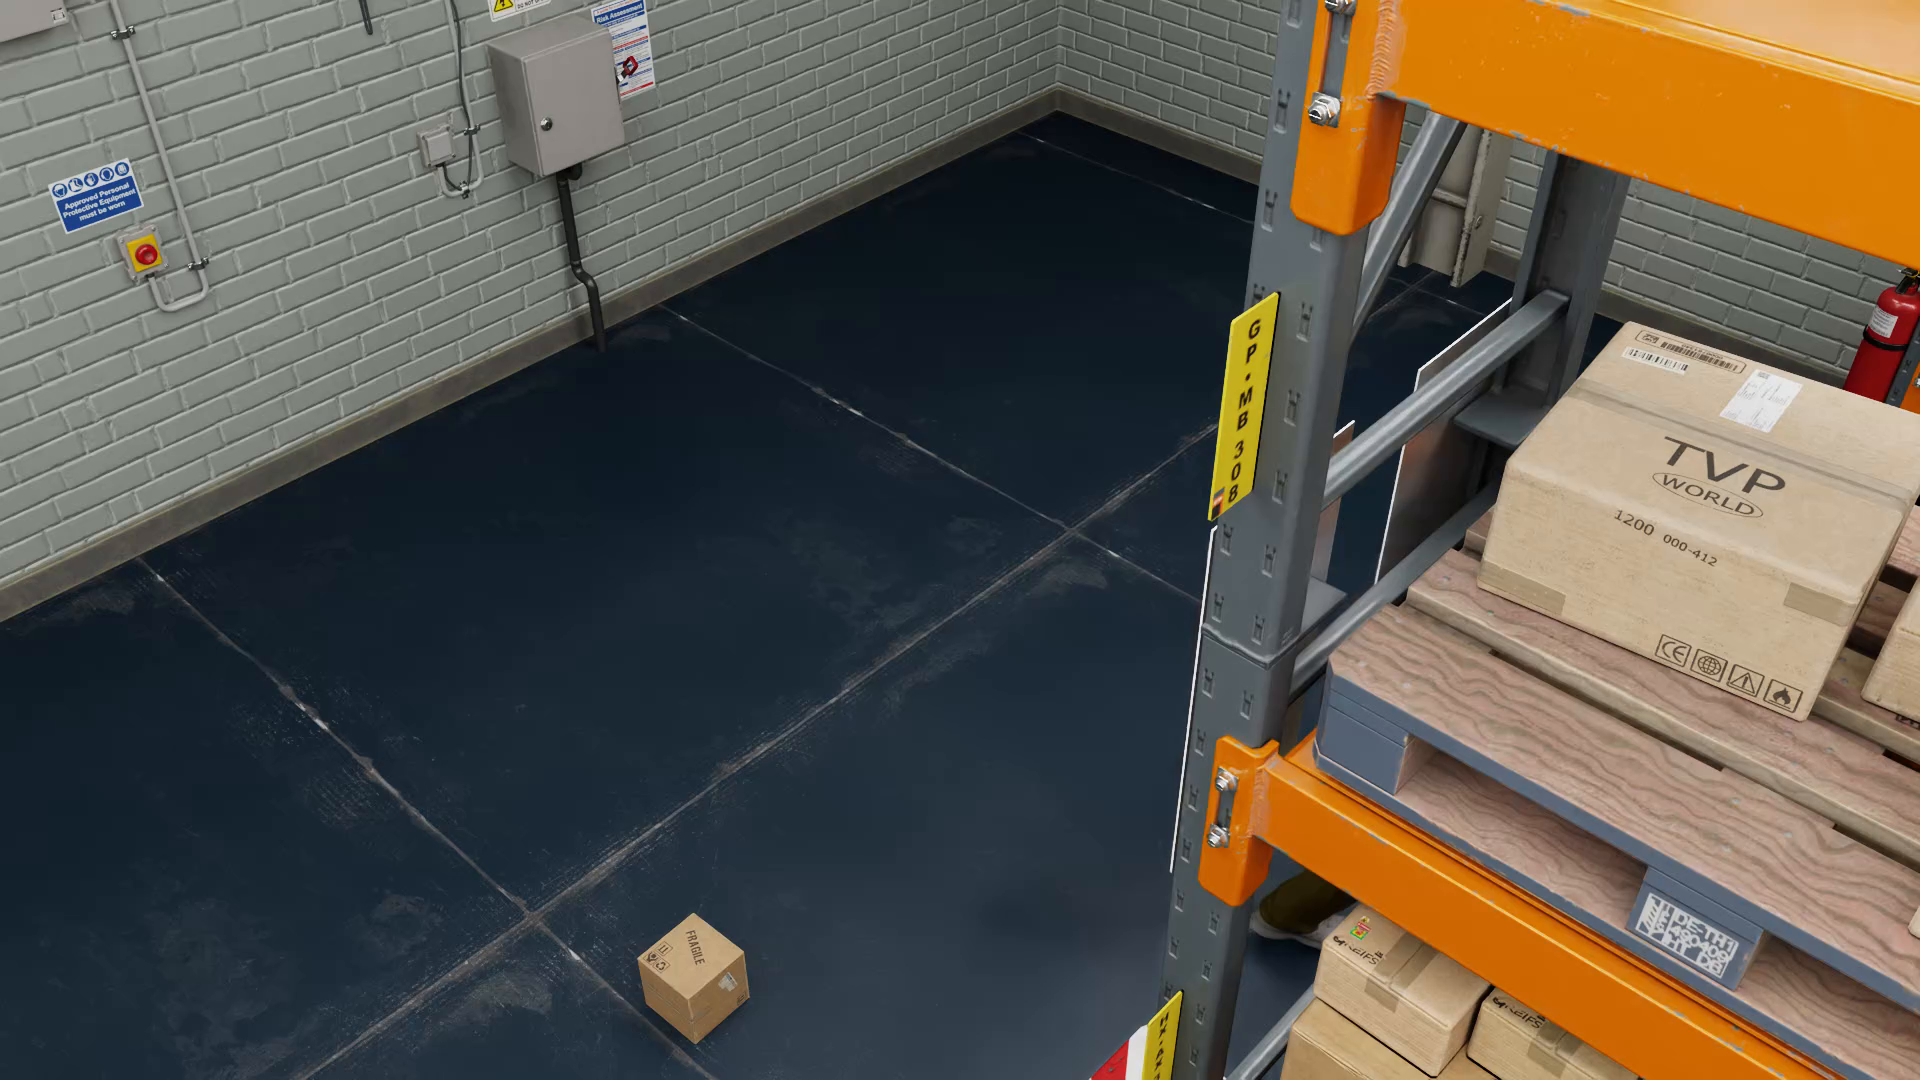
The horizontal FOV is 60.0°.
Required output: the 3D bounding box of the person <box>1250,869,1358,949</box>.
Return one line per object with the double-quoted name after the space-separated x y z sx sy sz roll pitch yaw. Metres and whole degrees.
1.542 0.747 5.218 1.081 1.722 0.631 7 39 9 "person"
